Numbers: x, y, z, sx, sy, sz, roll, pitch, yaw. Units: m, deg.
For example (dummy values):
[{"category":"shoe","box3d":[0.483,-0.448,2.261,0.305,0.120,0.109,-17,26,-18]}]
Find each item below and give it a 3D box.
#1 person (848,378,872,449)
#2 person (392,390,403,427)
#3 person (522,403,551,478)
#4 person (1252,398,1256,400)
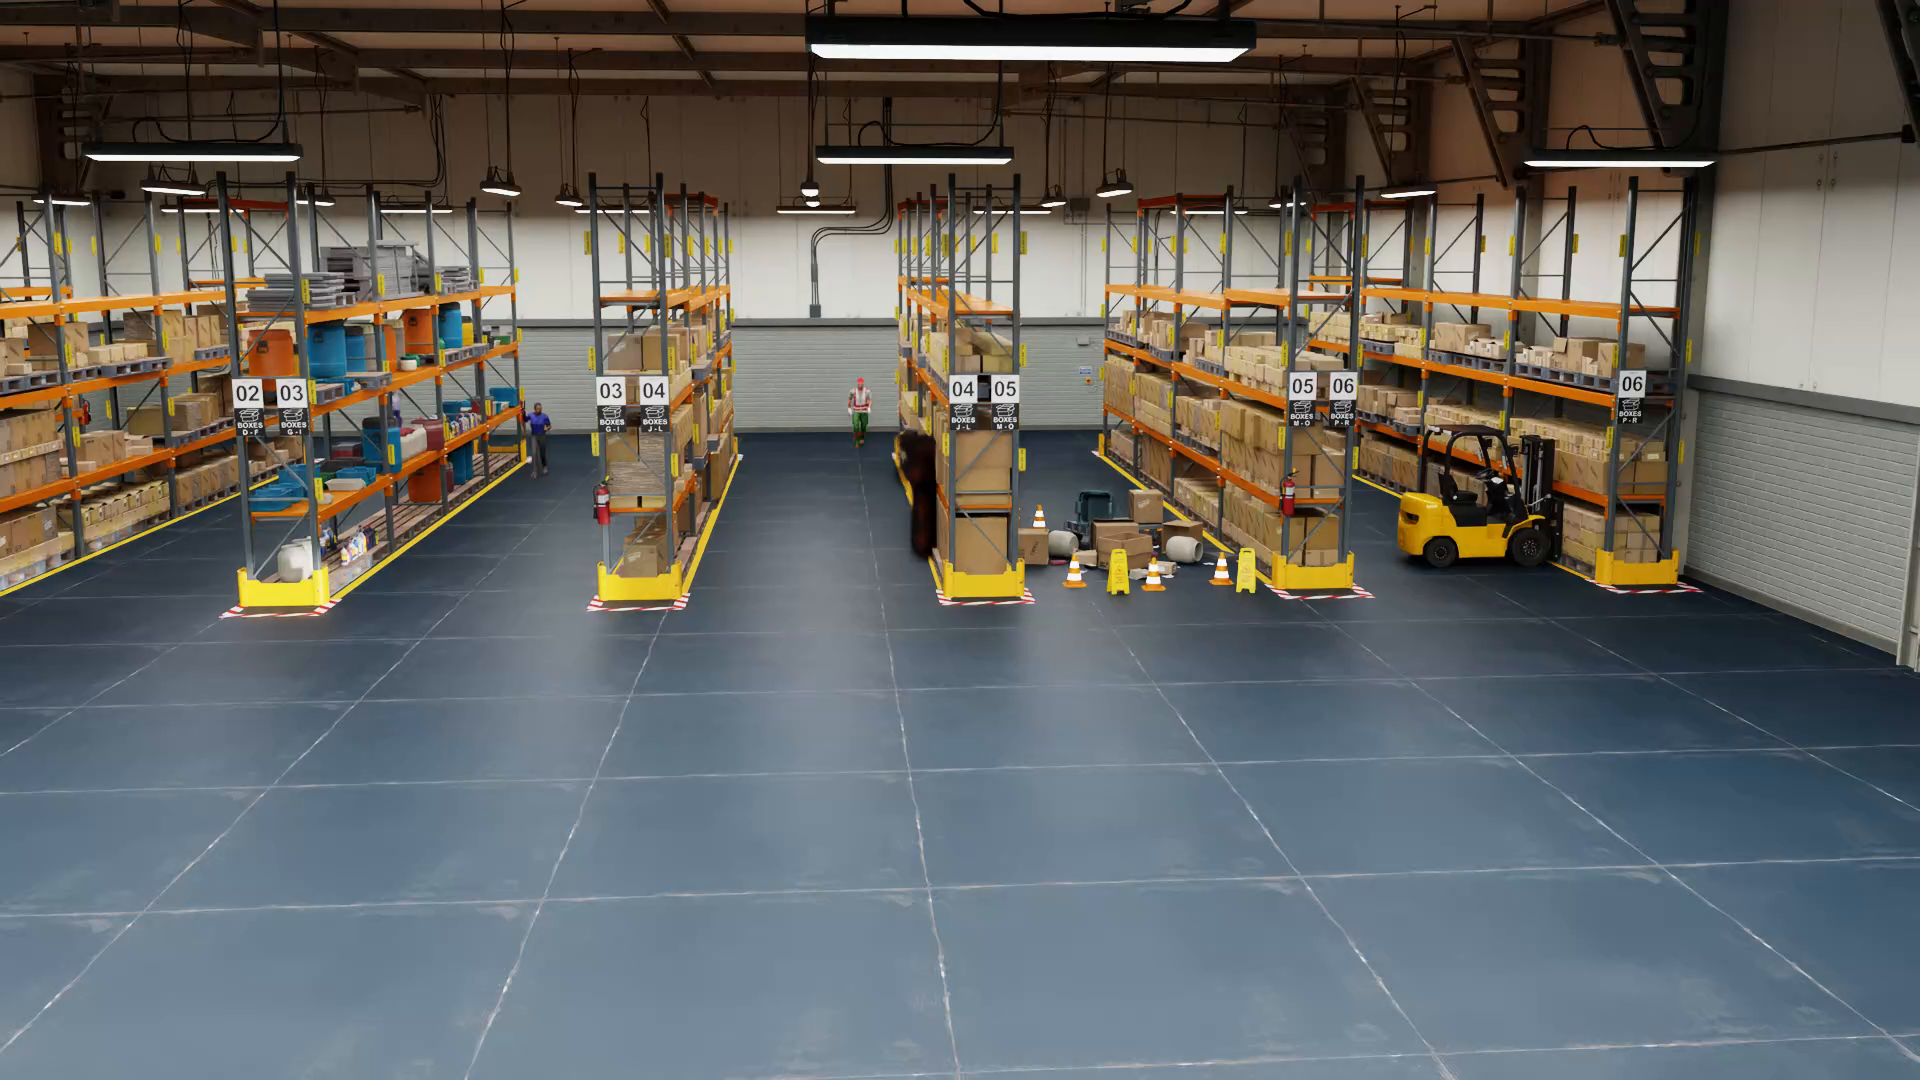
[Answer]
[{"category":"person","box3d":[-2.529,-3.184,41.918,0.619,1.826,0.852,0,10,1]},{"category":"person","box3d":[-14.247,-3.114,41.610,0.664,1.620,0.545,5,11,27]},{"category":"person","box3d":[-9.252,-2.198,36.332,0.627,1.593,1.028,-1,10,-4]},{"category":"person","box3d":[6.640,-2.440,37.495,0.633,1.758,0.595,-1,10,-7]}]
